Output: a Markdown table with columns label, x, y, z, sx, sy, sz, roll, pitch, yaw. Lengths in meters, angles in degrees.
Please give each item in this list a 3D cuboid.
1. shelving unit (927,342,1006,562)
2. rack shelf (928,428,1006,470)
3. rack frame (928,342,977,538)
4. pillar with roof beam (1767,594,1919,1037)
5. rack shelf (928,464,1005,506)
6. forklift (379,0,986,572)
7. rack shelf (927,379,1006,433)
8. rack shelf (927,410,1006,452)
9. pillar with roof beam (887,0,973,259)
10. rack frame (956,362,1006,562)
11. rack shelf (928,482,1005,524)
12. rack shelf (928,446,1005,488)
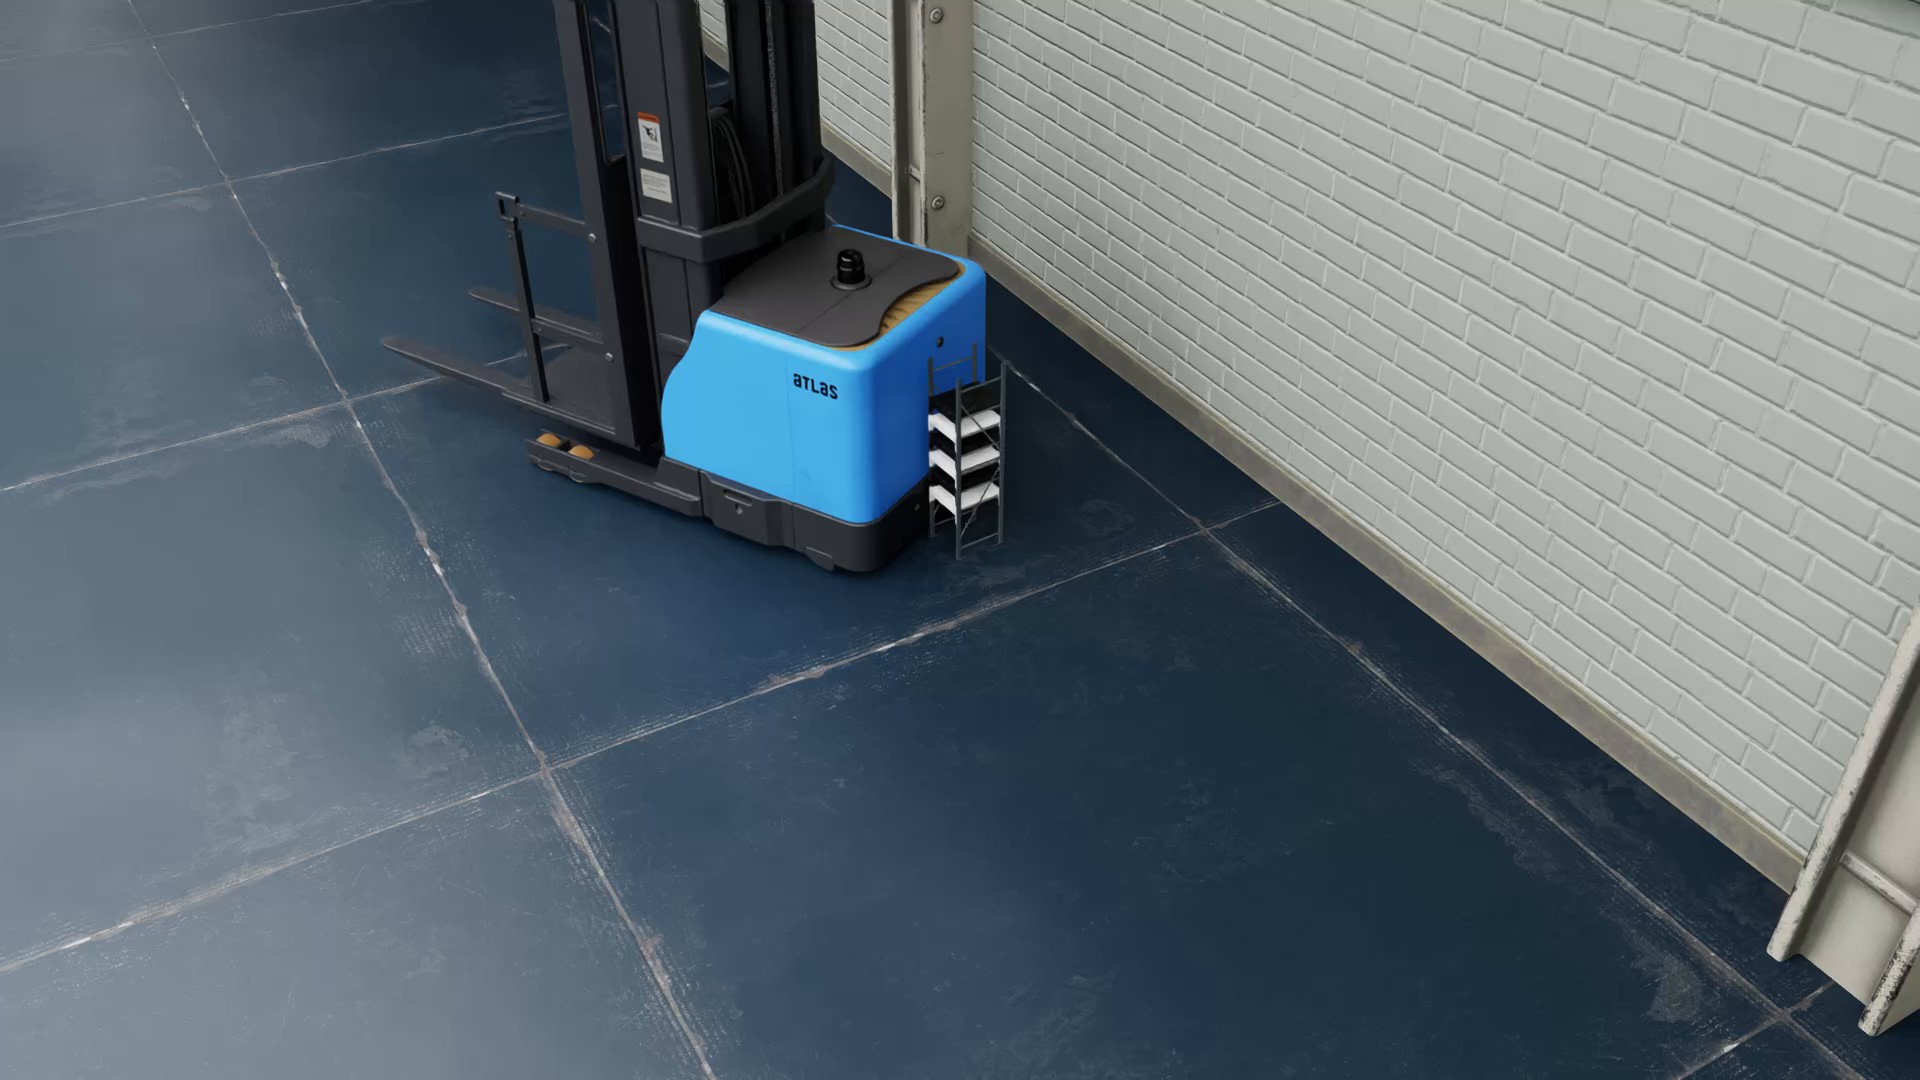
| label | x | y | z | sx | sy | sz | roll | pitch | yaw |
| --- | --- | --- | --- | --- | --- | --- | --- | --- | --- |
| shelving unit | 0.027 | -0.361 | 6.981 | 0.258 | 0.900 | 0.210 | -22 | 42 | -27 |
| rack shelf | 0.027 | -0.407 | 6.948 | 0.258 | 0.077 | 0.200 | -22 | 42 | -27 |
| rack frame | -0.030 | -0.410 | 7.049 | 0.240 | 0.900 | 0.006 | -22 | 42 | -27 |
| pillar with roof beam | -0.866 | -0.965 | 0.942 | 9.100 | 9.000 | 0.400 | -19 | 40 | -24 |
| rack shelf | 0.027 | -0.262 | 7.054 | 0.258 | 0.077 | 0.200 | -22 | 42 | -27 |
| forklift | -1.403 | -1.693 | 7.082 | 3.031 | 2.935 | 1.130 | 20 | 40 | 25 |
| rack shelf | 0.027 | -0.552 | 6.842 | 0.258 | 0.077 | 0.200 | -22 | 42 | -27 |
| rack shelf | 0.027 | -0.480 | 6.895 | 0.258 | 0.077 | 0.200 | -22 | 42 | -27 |
| pillar with roof beam | -3.880 | -4.025 | 5.132 | 9.100 | 9.000 | 0.400 | -19 | 40 | -24 |
| rack frame | 0.085 | -0.312 | 6.914 | 0.240 | 0.900 | 0.006 | -22 | 42 | -27 |
| rack shelf | 0.027 | -0.189 | 7.107 | 0.258 | 0.077 | 0.200 | -22 | 42 | -27 |
| rack shelf | 0.027 | -0.334 | 7.001 | 0.258 | 0.077 | 0.200 | -22 | 42 | -27 |
